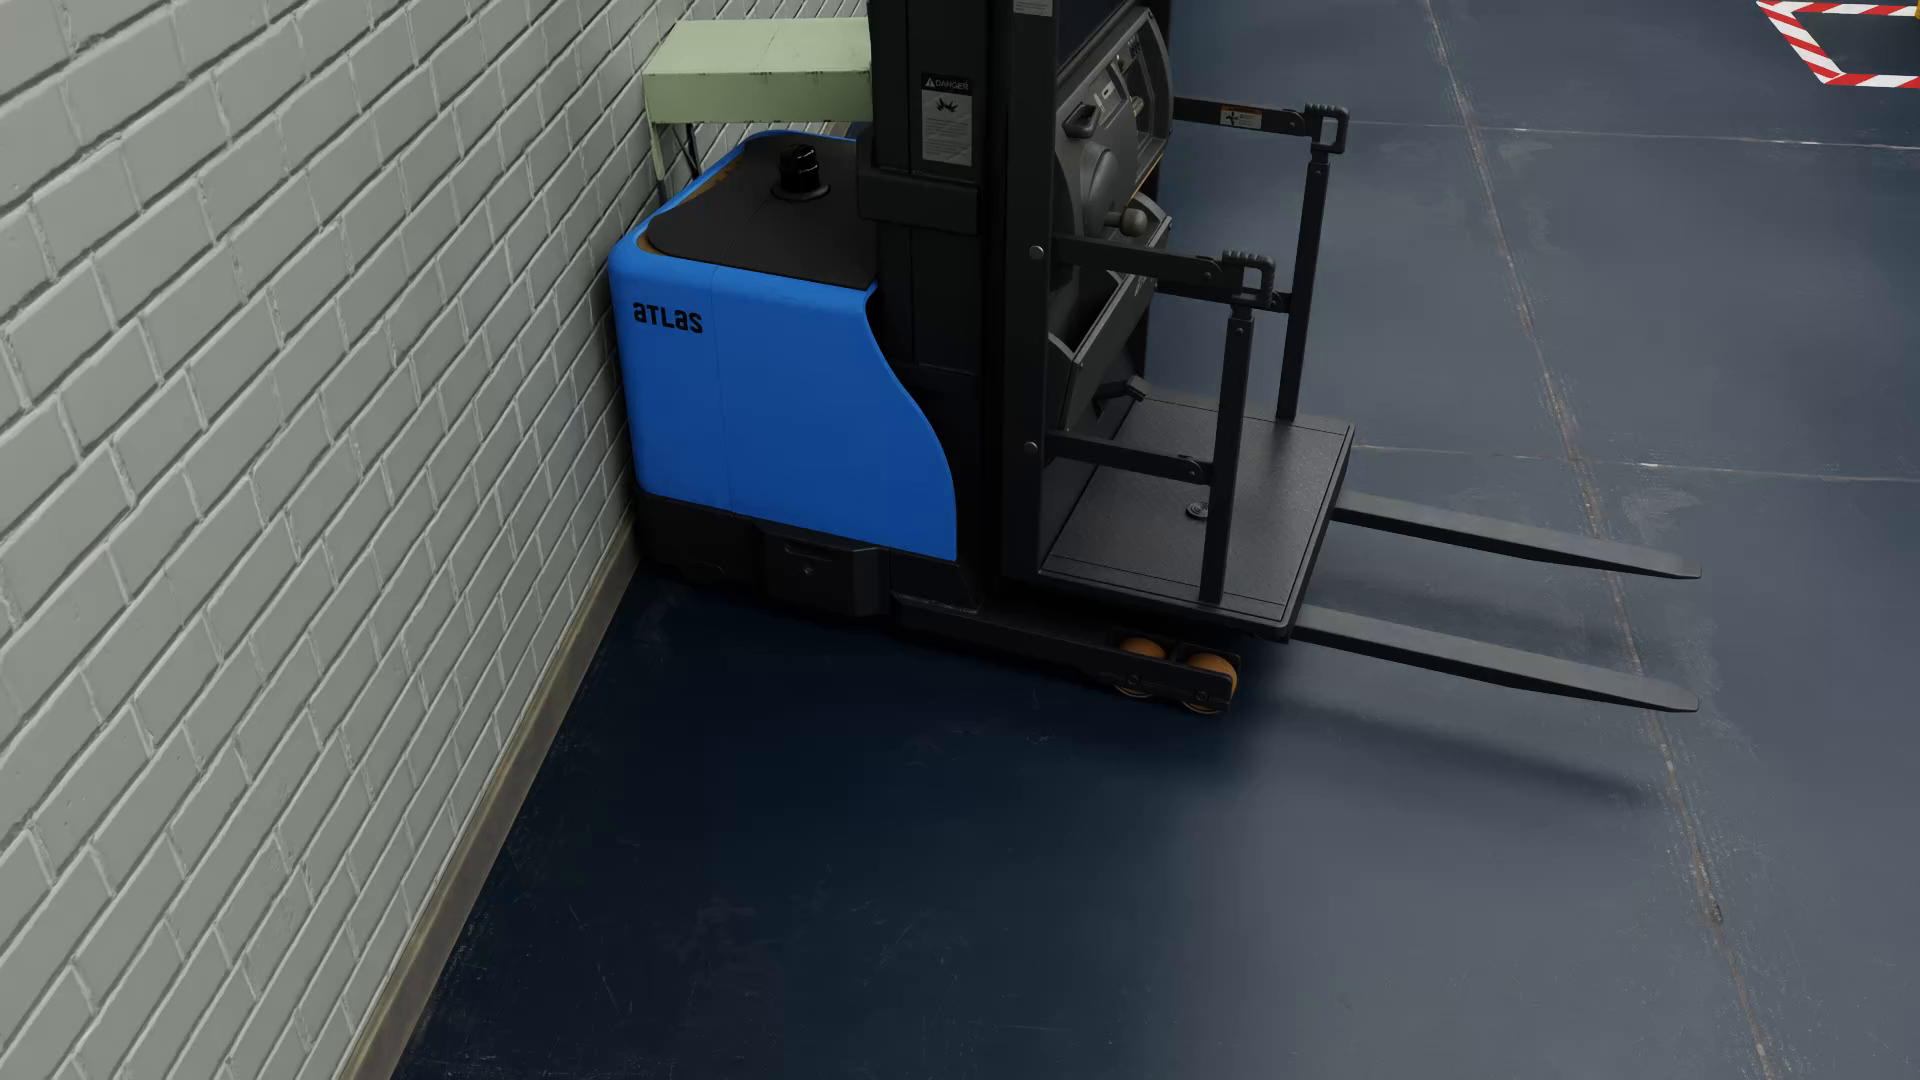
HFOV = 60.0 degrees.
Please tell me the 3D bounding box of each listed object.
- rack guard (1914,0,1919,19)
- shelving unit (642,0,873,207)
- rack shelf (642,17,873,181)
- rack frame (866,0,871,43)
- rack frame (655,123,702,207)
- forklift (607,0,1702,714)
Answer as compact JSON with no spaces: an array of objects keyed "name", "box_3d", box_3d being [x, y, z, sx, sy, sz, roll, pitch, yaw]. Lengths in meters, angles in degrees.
[{"name":"rack guard","box_3d":[5.503,-2.855,8.820,0.348,0.500,1.175,4,36,6]},{"name":"shelving unit","box_3d":[-0.535,-1.068,5.362,0.755,1.500,0.431,2,39,9]},{"name":"rack shelf","box_3d":[-0.563,-1.371,5.117,0.720,0.370,0.431,2,39,9]},{"name":"rack frame","box_3d":[-0.173,-1.057,5.307,0.023,1.500,0.400,2,39,9]},{"name":"rack frame","box_3d":[-0.897,-1.079,5.416,0.023,1.500,0.400,2,39,9]},{"name":"forklift","box_3d":[0.589,-1.065,4.219,3.031,2.935,1.130,12,37,17]}]
